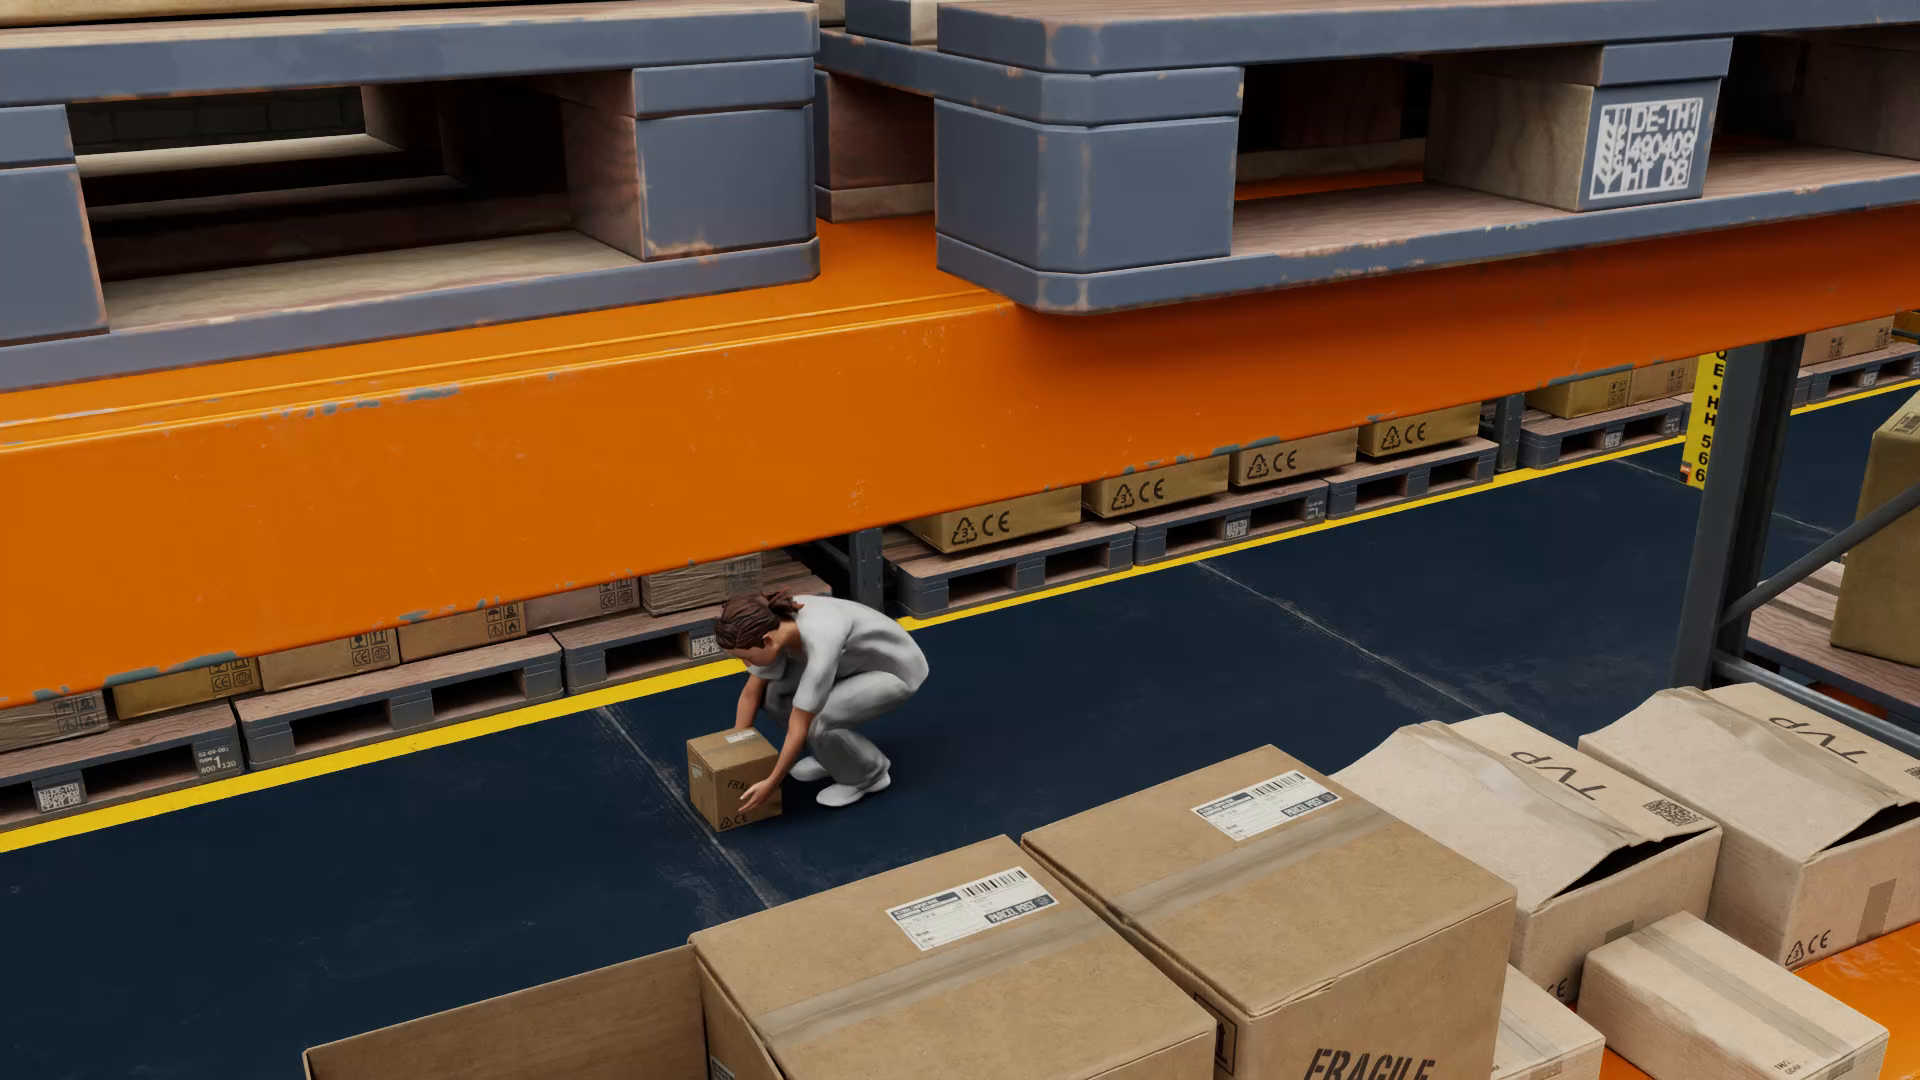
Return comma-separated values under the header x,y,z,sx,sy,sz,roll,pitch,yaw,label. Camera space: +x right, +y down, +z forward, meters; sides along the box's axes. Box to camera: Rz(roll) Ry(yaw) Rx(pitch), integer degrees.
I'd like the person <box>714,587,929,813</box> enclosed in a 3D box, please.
x,y,z,sx,sy,sz,roll,pitch,yaw,label
-0.491,0.522,5.906,0.801,0.846,0.464,-13,25,-28,person
